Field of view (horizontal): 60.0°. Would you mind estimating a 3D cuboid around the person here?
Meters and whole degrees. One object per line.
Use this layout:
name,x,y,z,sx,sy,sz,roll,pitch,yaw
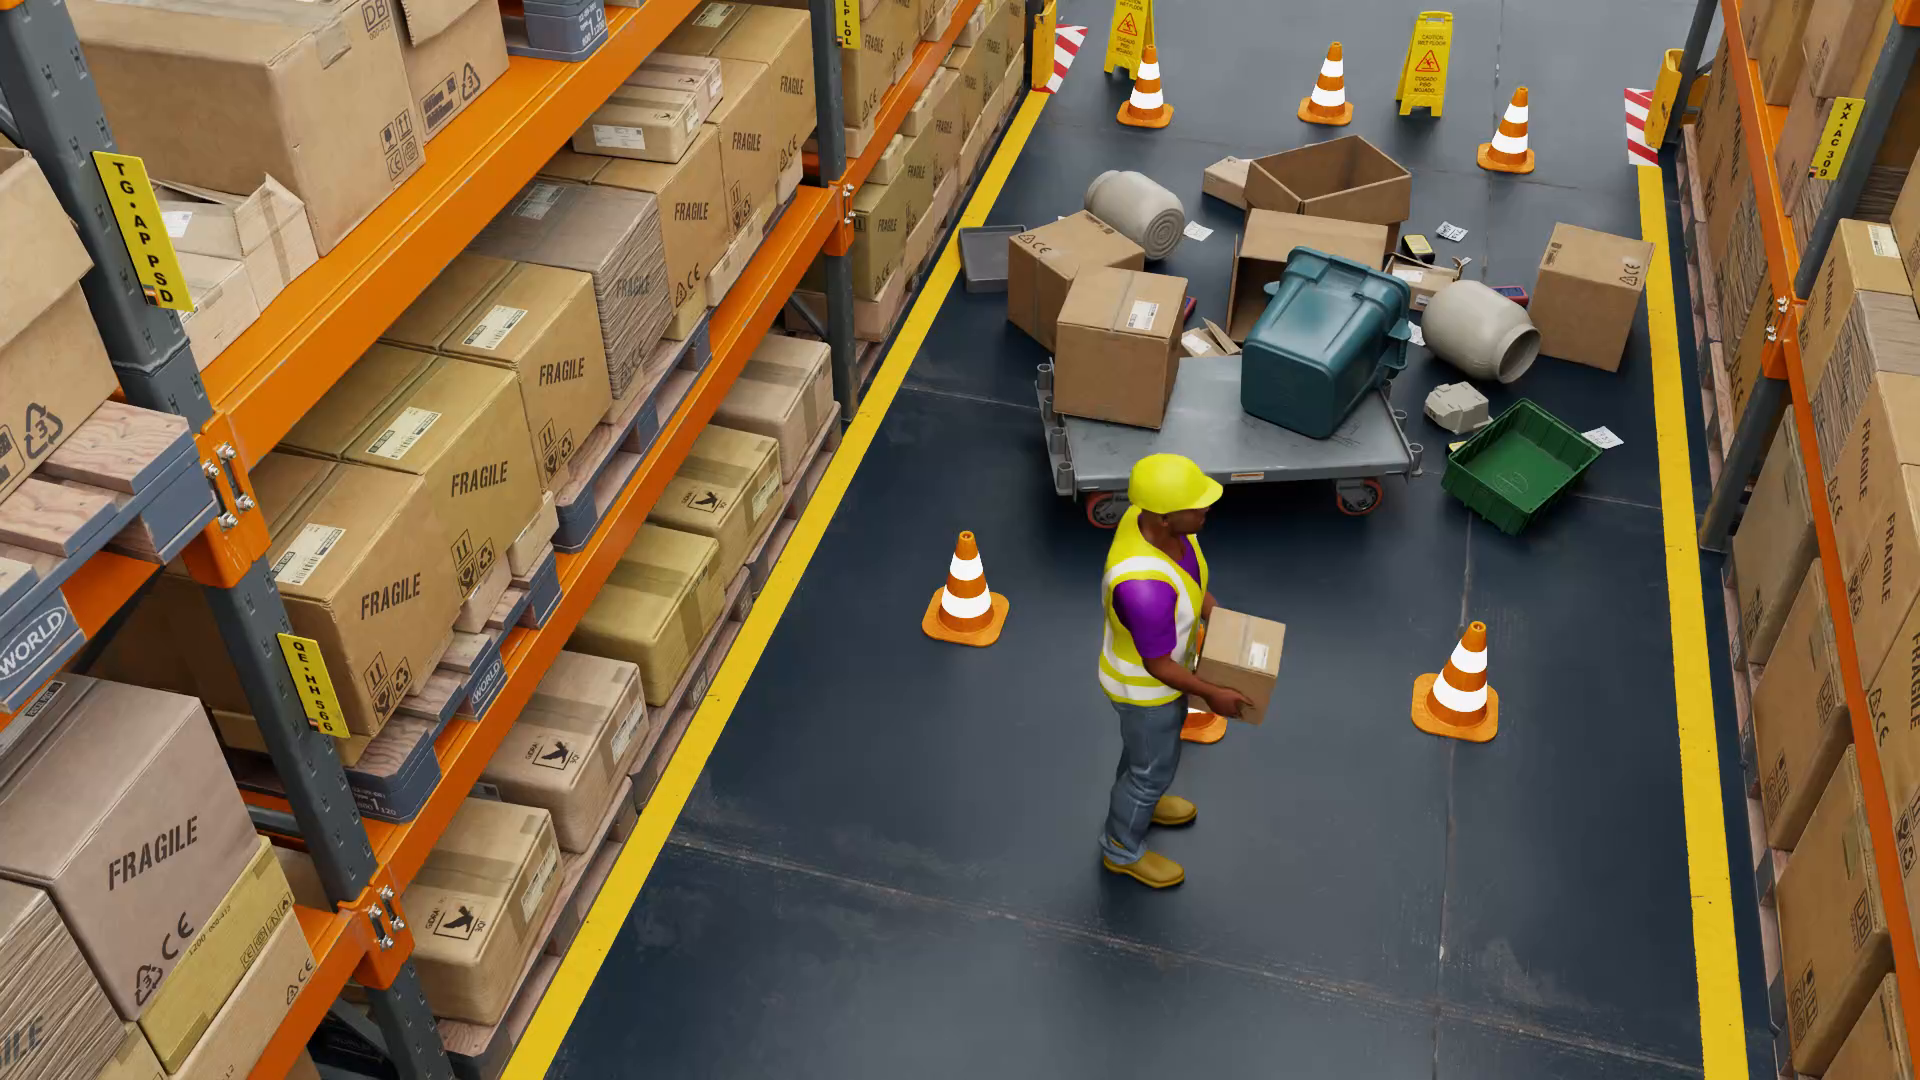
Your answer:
person,0.736,0.444,5.623,0.541,1.770,0.548,10,42,11
